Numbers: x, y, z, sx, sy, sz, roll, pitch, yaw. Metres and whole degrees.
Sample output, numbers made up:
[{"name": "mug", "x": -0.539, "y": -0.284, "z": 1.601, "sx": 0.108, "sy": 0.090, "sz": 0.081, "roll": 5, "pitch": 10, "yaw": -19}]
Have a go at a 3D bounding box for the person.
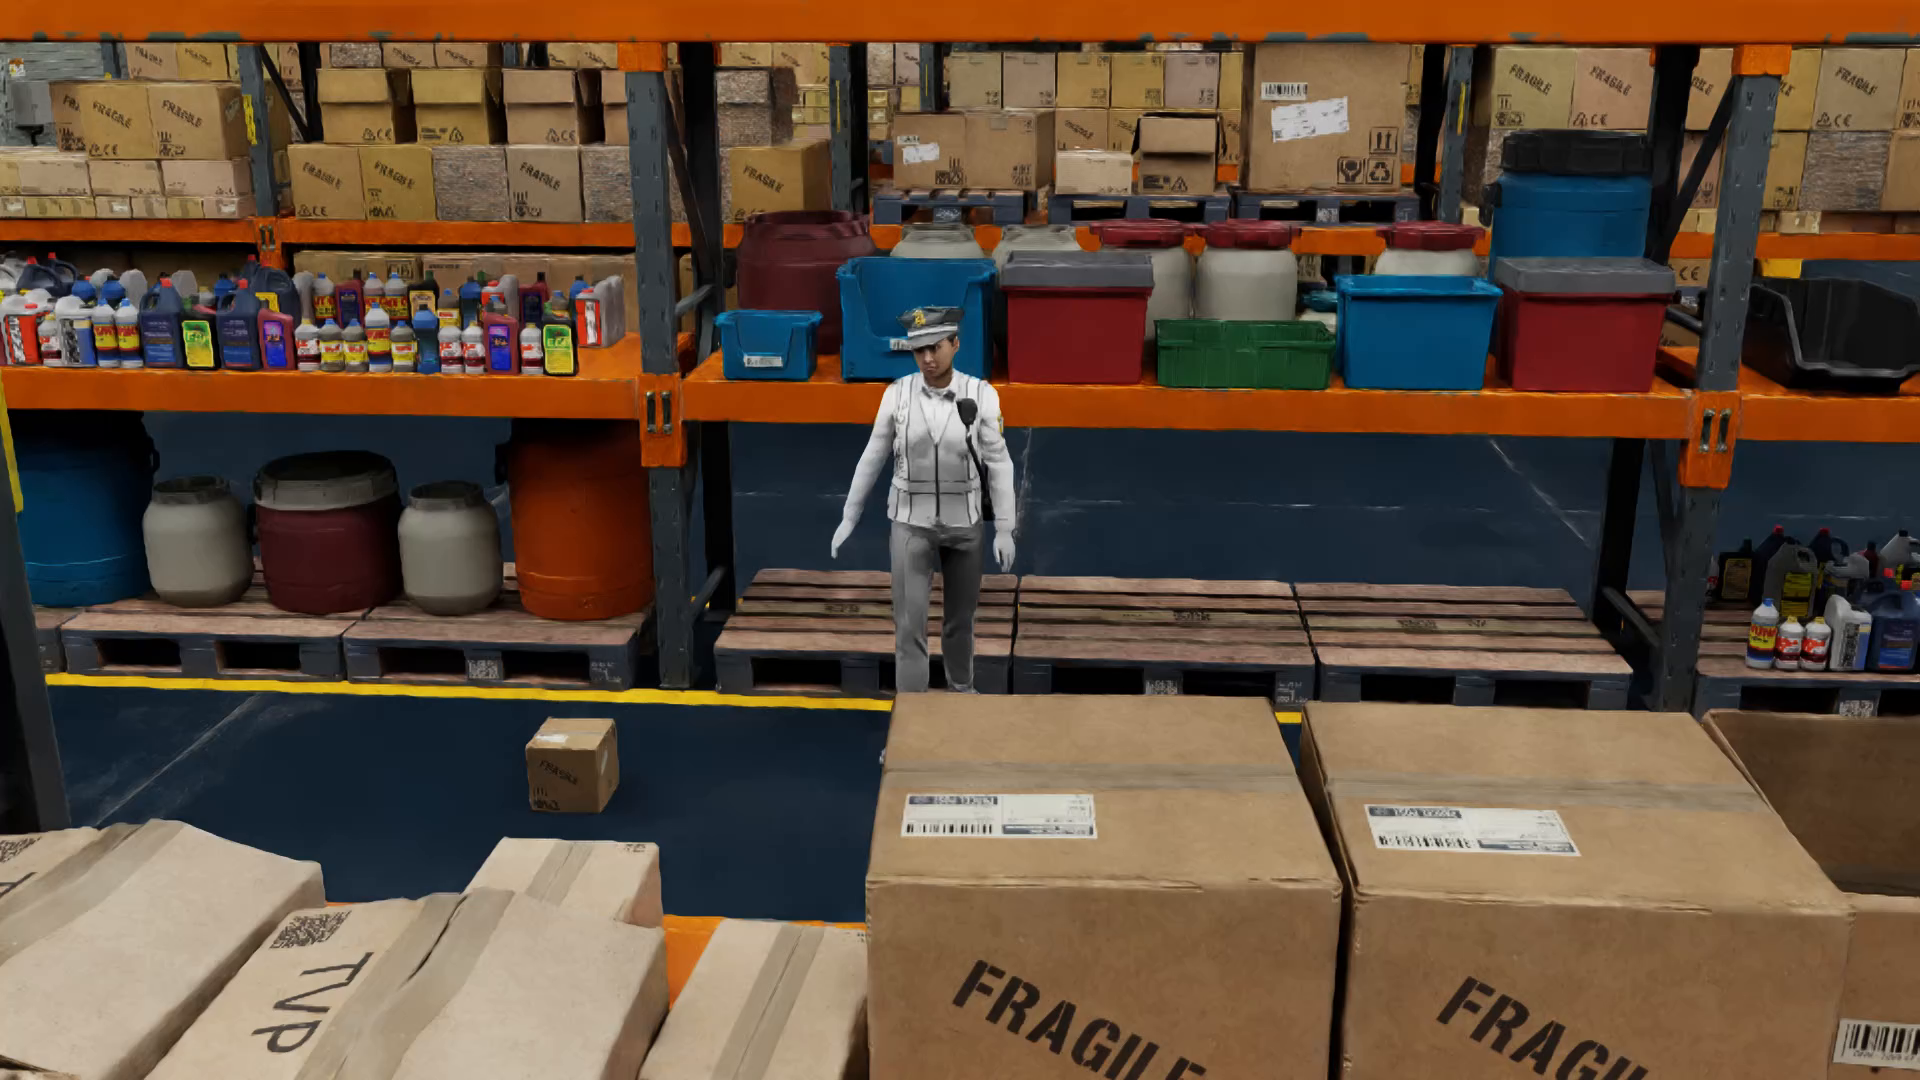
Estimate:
[{"name": "person", "x": -0.136, "y": -0.038, "z": 6.106, "sx": 0.684, "sy": 1.659, "sz": 0.633, "roll": 0, "pitch": 18, "yaw": -1}]
